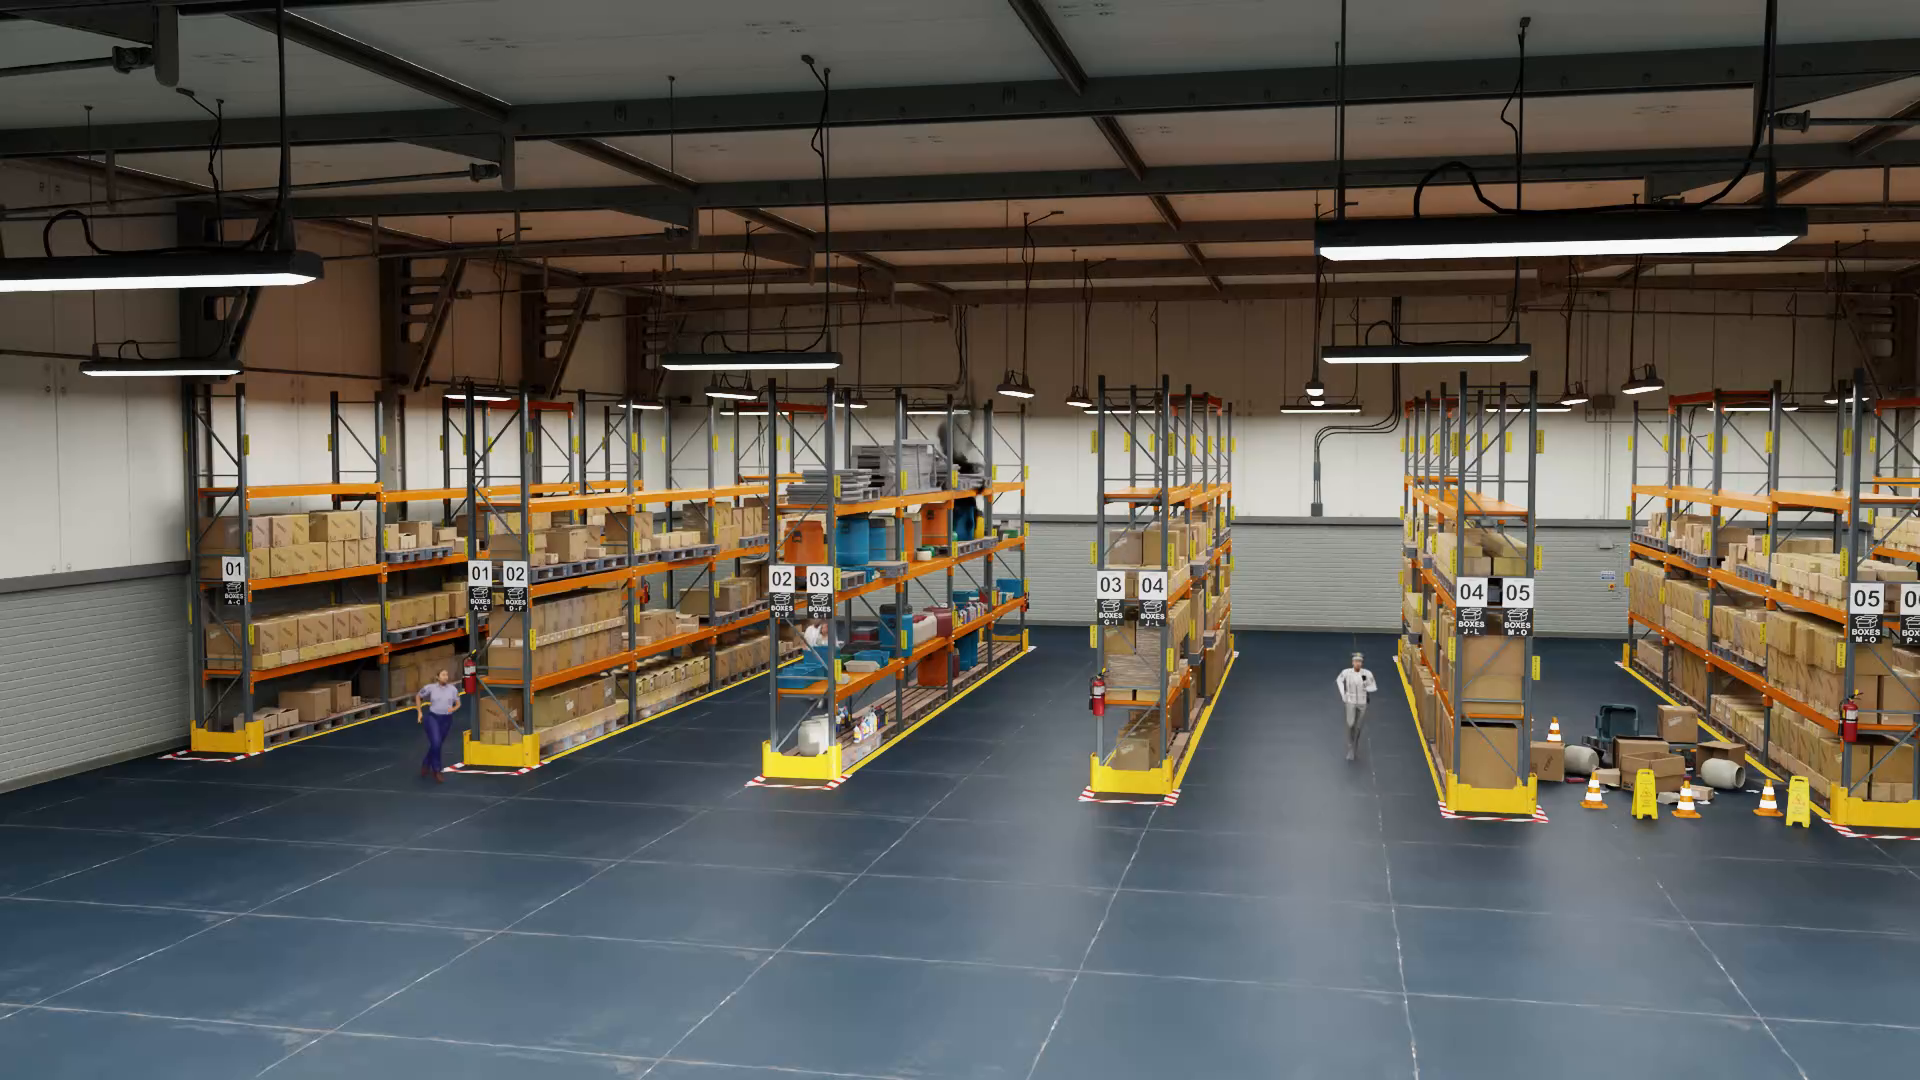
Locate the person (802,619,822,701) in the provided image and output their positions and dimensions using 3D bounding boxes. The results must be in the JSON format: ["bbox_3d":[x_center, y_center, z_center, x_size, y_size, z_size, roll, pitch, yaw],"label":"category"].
[{"bbox_3d":[-2.807,2.263,32.667,0.667,1.734,0.695,1,3,12],"label":"person"}]

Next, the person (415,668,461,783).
[{"bbox_3d":[-7.788,2.754,24.967,0.610,1.641,0.858,-3,4,-40],"label":"person"}]

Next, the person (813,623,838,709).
[{"bbox_3d":[-2.573,2.381,31.839,0.552,1.615,0.790,1,3,10],"label":"person"}]

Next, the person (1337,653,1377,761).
[{"bbox_3d":[6.357,2.651,26.637,0.590,1.735,0.791,0,3,6],"label":"person"}]
